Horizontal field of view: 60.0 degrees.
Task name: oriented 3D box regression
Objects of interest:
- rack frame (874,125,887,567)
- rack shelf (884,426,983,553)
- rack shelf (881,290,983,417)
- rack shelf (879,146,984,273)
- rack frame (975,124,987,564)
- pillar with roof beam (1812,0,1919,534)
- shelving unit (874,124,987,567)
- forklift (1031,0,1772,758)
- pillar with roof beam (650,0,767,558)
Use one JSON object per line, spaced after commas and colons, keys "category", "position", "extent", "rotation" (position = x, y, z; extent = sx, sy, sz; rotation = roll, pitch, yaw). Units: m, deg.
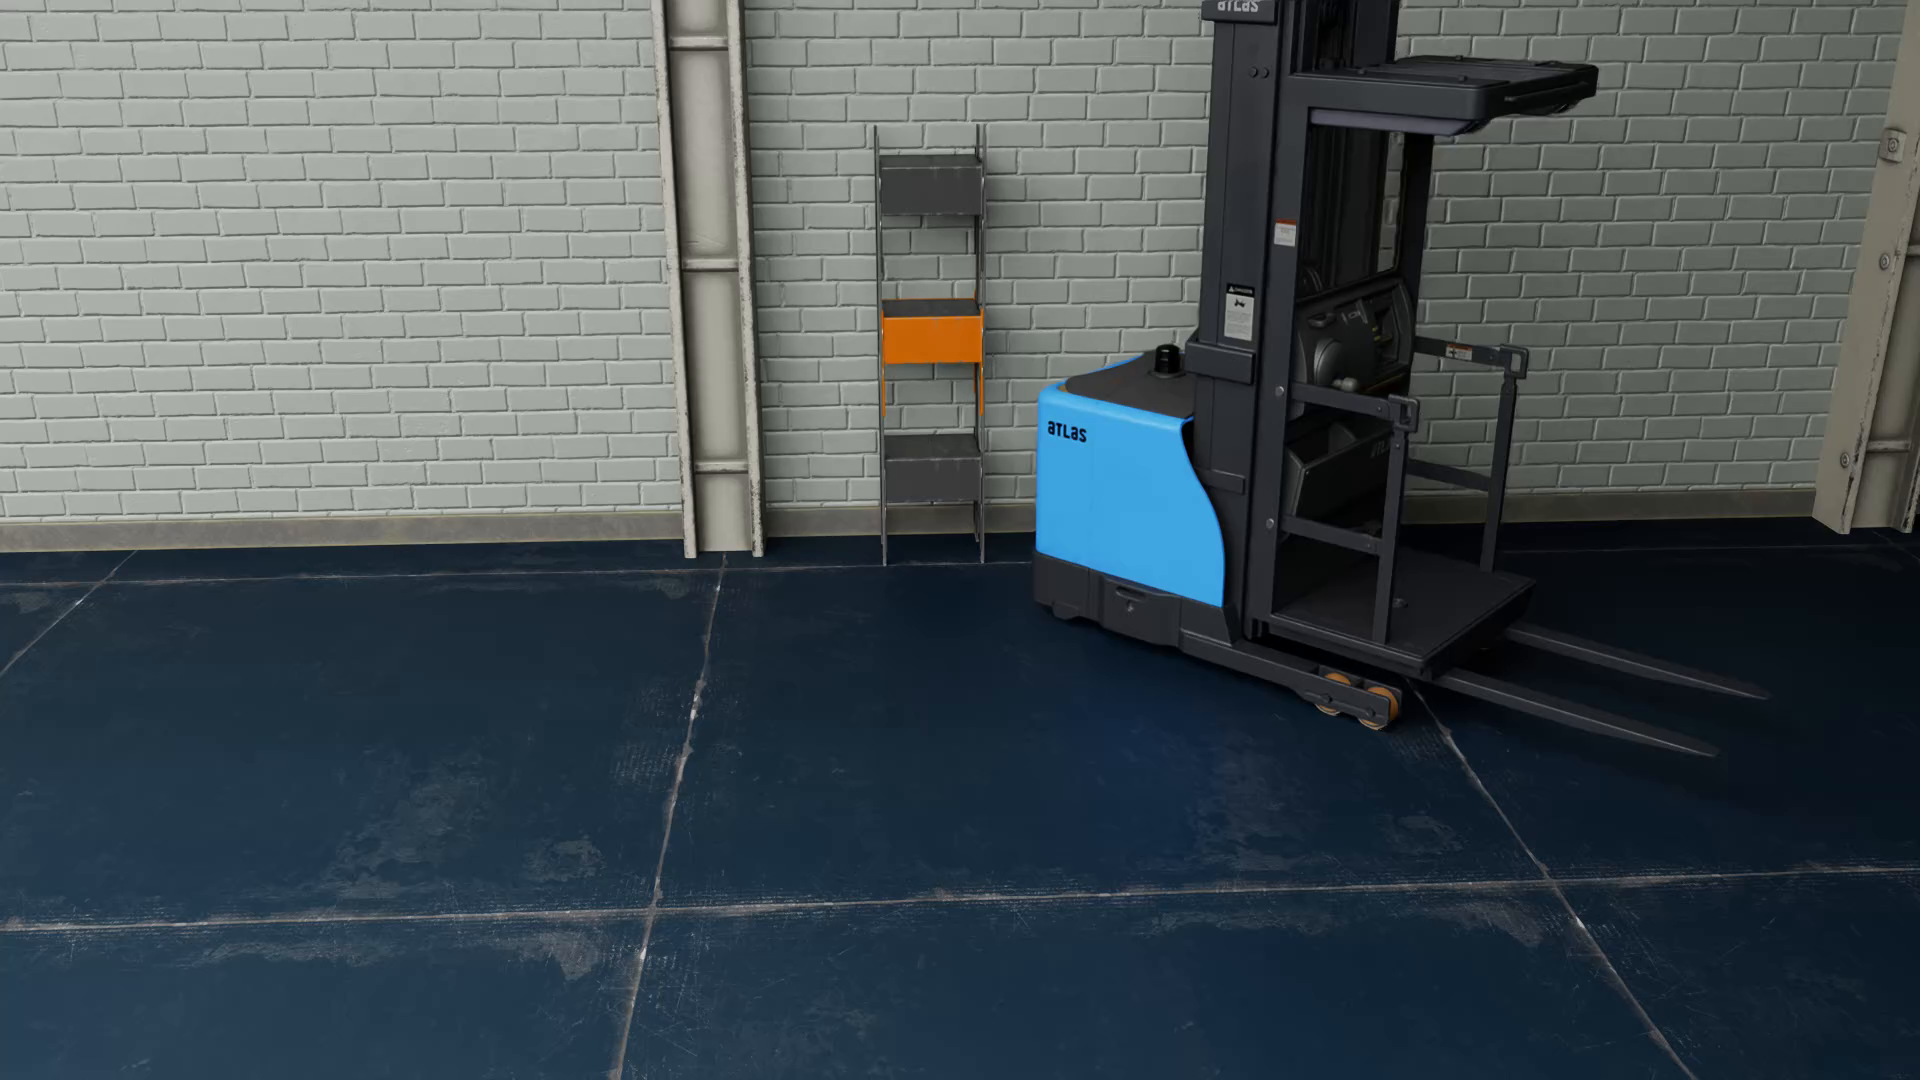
{"category": "rack frame", "position": [-0.388, -0.918, 8.082], "extent": [0.015, 2.100, 0.400], "rotation": [-2, 21, -4]}
{"category": "rack shelf", "position": [-0.145, -0.258, 8.353], "extent": [0.480, 0.518, 0.431], "rotation": [-2, 21, -4]}
{"category": "rack shelf", "position": [-0.145, -0.912, 8.104], "extent": [0.480, 0.518, 0.431], "rotation": [-2, 21, -4]}
{"category": "rack shelf", "position": [-0.145, -1.566, 7.855], "extent": [0.480, 0.518, 0.431], "rotation": [-2, 21, -4]}
{"category": "rack frame", "position": [0.099, -0.931, 8.116], "extent": [0.015, 2.100, 0.400], "rotation": [-2, 21, -4]}
{"category": "pillar with roof beam", "position": [5.039, -2.766, 3.240], "extent": [0.400, 9.000, 9.100], "rotation": [-1, 21, -3]}
{"category": "shelving unit", "position": [-0.145, -0.925, 8.099], "extent": [0.503, 2.100, 0.431], "rotation": [-2, 21, -4]}
{"category": "forklift", "position": [1.777, -0.826, 6.672], "extent": [3.031, 2.935, 1.130], "rotation": [17, 27, 38]}
{"category": "pillar with roof beam", "position": [-0.951, -2.644, 2.919], "extent": [0.400, 9.000, 9.100], "rotation": [-1, 21, -3]}
